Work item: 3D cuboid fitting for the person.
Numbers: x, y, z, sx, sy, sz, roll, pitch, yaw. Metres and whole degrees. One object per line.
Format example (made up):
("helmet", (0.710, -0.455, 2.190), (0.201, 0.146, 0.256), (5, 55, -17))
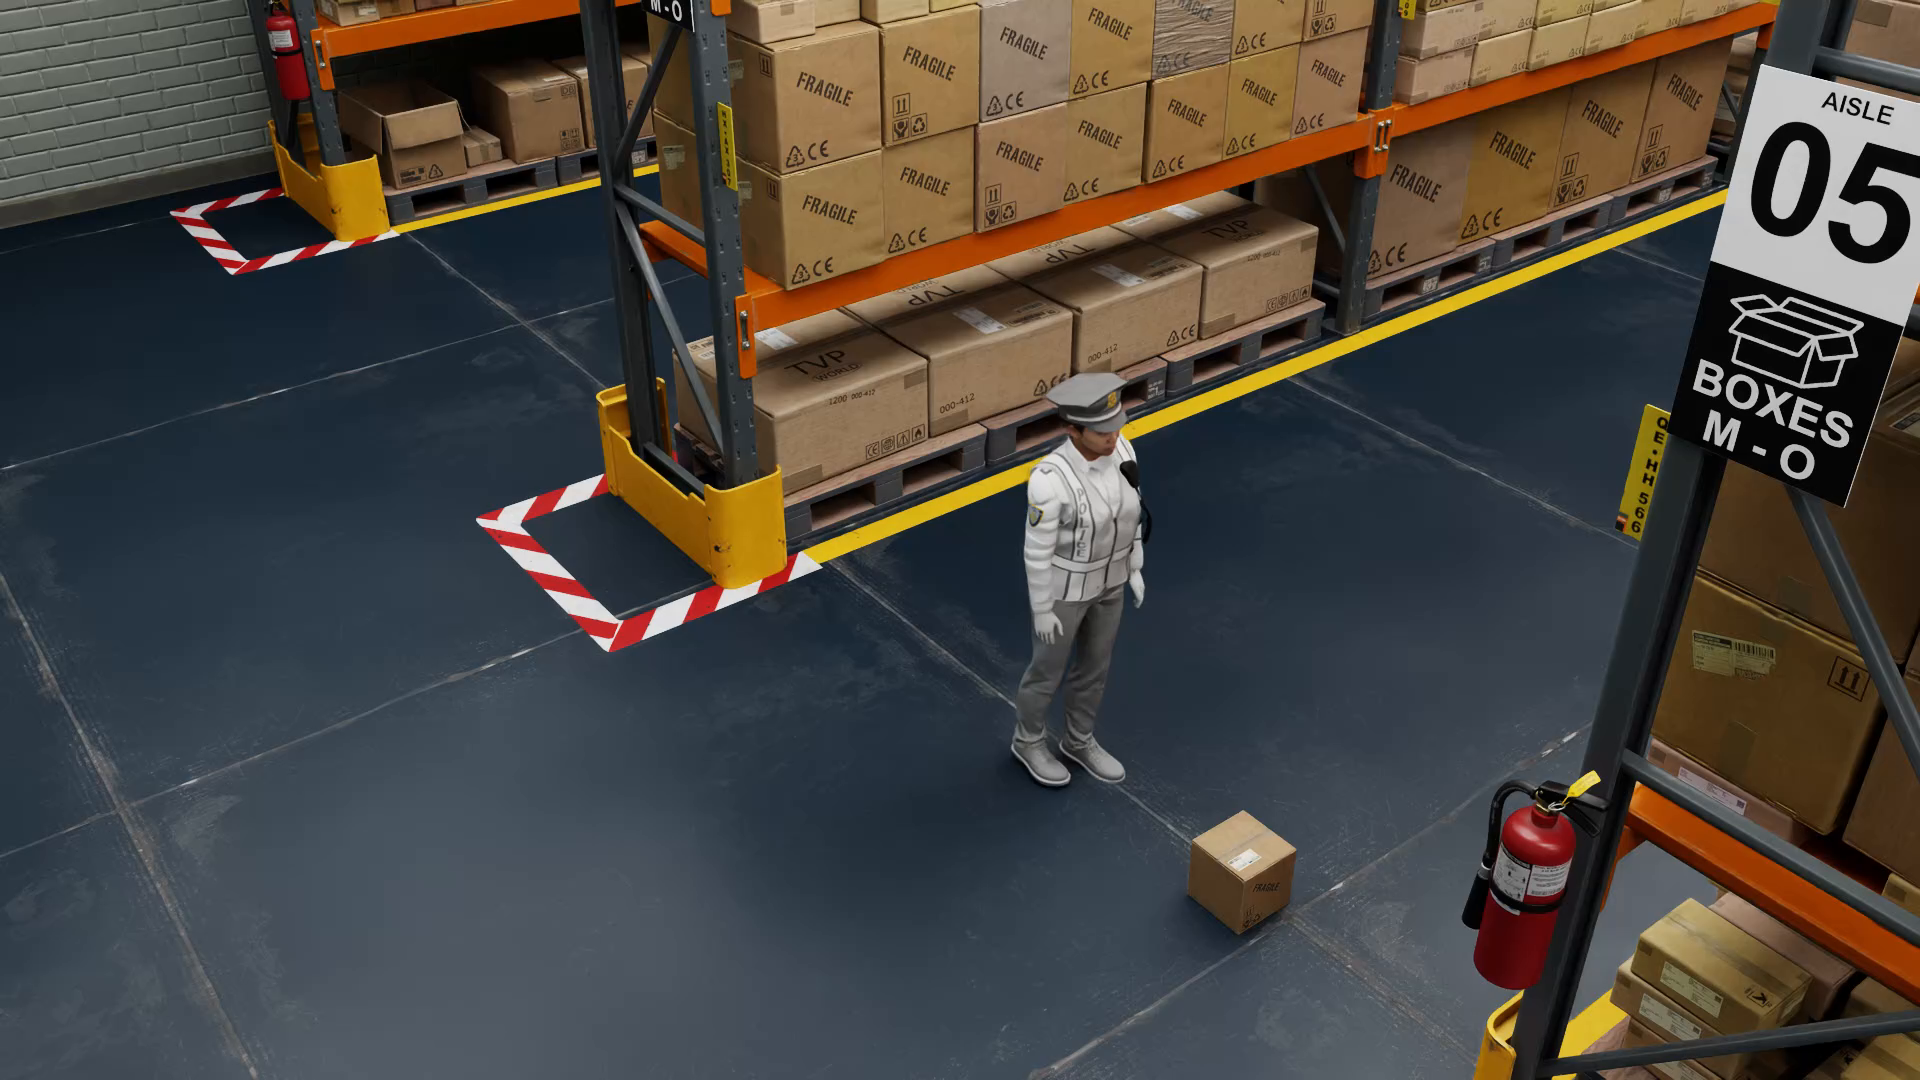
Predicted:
("person", (0.419, 0.162, 5.863), (0.499, 1.696, 0.408), (-24, 39, -32))
